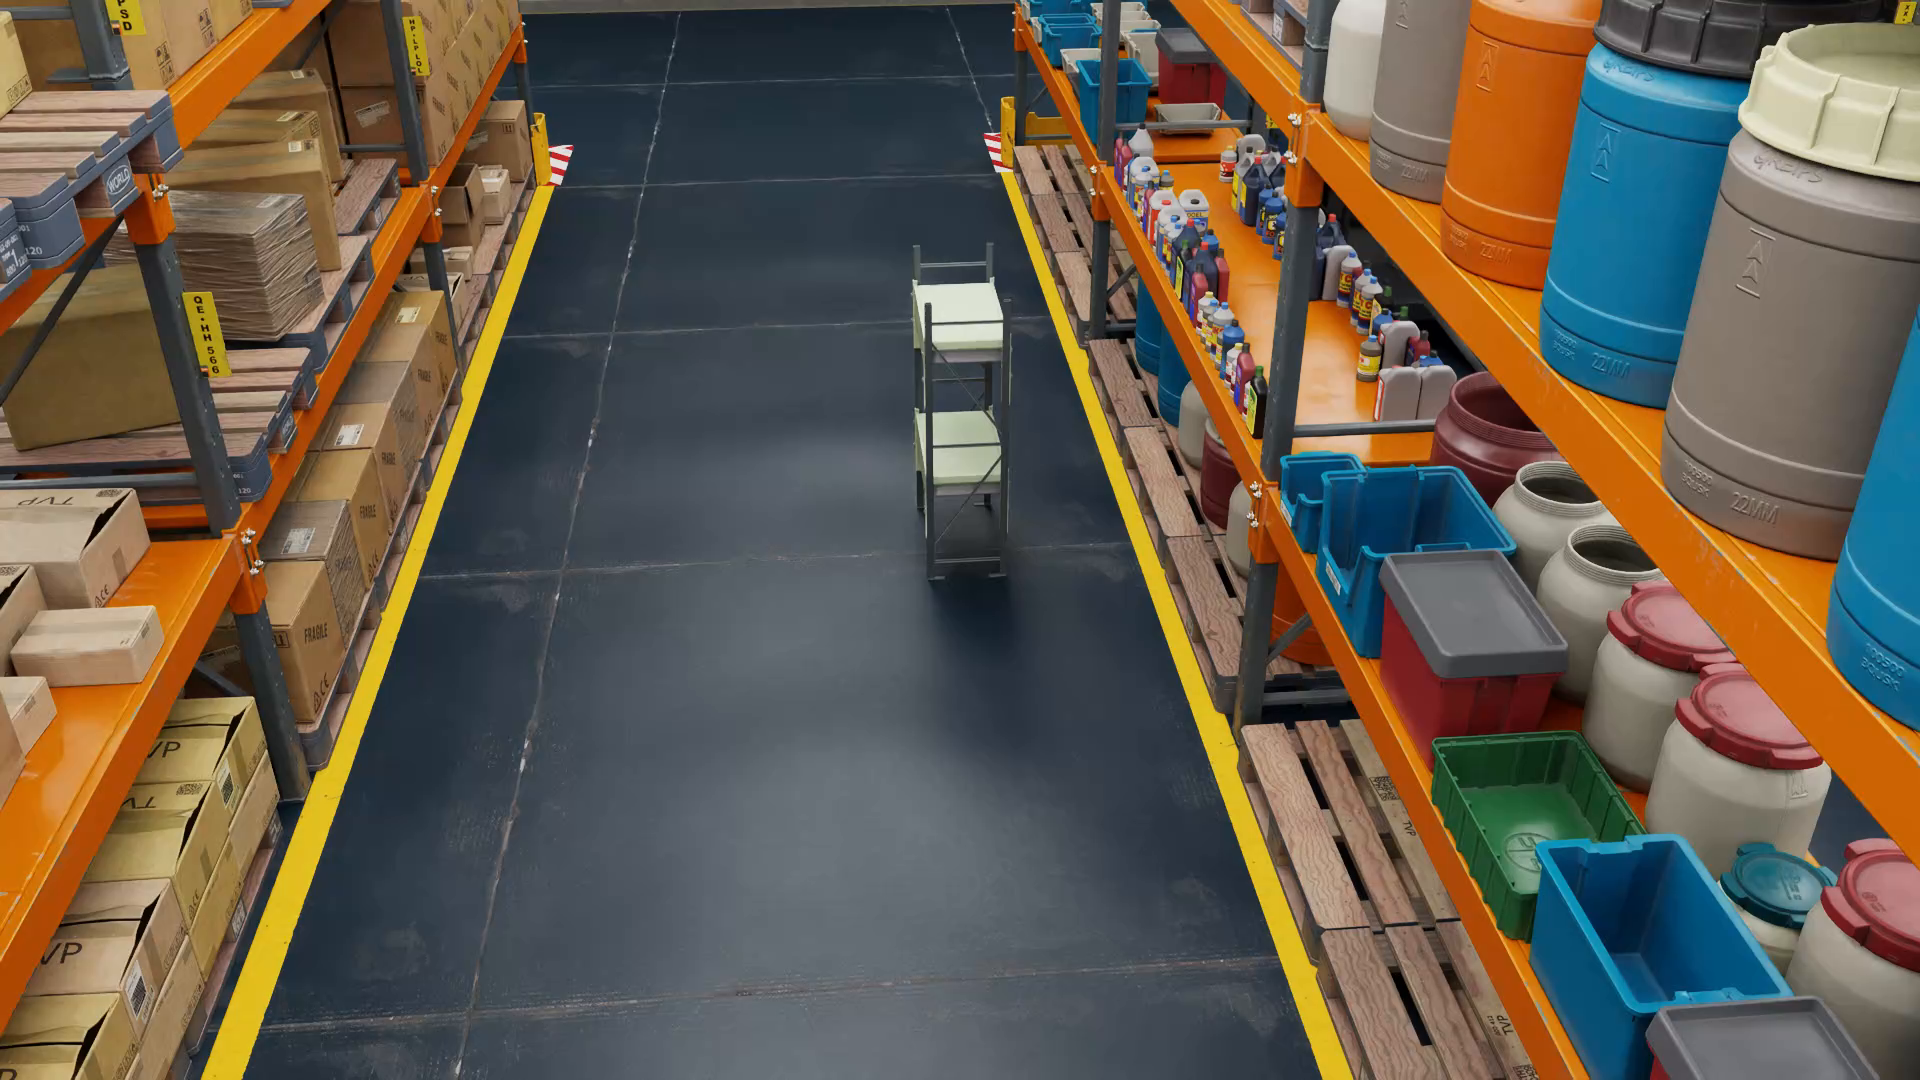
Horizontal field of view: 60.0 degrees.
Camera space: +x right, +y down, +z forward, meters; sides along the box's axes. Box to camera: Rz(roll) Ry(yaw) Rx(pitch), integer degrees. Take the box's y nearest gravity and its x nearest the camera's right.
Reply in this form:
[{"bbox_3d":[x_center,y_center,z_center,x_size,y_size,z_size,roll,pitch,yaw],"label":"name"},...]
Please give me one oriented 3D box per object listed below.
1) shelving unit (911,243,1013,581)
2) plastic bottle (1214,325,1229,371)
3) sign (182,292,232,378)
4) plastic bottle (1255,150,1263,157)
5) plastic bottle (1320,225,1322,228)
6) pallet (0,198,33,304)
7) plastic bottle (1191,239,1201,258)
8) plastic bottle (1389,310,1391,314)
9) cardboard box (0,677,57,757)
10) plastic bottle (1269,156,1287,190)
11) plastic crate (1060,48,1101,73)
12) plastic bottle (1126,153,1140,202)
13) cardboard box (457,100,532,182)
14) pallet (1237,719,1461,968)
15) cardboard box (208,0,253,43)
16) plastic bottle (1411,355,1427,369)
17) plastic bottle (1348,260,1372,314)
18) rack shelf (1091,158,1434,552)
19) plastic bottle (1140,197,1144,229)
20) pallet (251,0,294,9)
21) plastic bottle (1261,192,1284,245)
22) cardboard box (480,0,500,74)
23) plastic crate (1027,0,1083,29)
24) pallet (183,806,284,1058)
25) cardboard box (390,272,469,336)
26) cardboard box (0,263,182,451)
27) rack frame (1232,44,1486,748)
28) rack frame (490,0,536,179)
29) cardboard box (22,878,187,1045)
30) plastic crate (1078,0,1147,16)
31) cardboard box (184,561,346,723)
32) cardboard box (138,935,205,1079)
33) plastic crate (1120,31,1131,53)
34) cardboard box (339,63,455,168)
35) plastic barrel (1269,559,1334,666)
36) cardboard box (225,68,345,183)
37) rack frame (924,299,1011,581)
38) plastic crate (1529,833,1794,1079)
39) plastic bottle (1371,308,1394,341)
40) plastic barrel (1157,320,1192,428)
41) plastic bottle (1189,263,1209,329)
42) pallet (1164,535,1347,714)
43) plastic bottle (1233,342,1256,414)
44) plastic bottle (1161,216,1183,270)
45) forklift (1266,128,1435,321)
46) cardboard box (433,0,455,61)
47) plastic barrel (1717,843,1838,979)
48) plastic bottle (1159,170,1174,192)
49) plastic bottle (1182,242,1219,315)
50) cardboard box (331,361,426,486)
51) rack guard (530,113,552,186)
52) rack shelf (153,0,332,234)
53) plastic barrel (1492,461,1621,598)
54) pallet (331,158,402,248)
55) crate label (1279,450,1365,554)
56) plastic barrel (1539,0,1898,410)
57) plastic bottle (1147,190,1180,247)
[{"bbox_3d":[0.001,-0.640,8.360,0.431,1.500,0.755,-3,31,-5],"label":"shelving unit"},{"bbox_3d":[1.199,-0.865,7.467,0.097,0.201,0.097,0,31,0],"label":"plastic bottle"},{"bbox_3d":[-2.677,-0.728,5.914,0.100,0.325,0.005,-3,31,-5],"label":"sign"},{"bbox_3d":[1.726,-2.151,9.620,0.097,0.201,0.097,0,31,0],"label":"plastic bottle"},{"bbox_3d":[1.841,-1.520,8.563,0.097,0.201,0.097,0,31,0],"label":"plastic bottle"},{"bbox_3d":[-2.970,-0.496,3.914,1.003,0.211,1.213,-1,31,-2],"label":"pallet"},{"bbox_3d":[1.164,-1.323,8.153,0.061,0.283,0.133,-3,31,-5],"label":"plastic bottle"},{"bbox_3d":[1.945,-0.954,7.615,0.097,0.201,0.097,0,31,0],"label":"plastic bottle"},{"bbox_3d":[-3.054,0.554,5.143,0.380,0.149,0.250,-1,31,-1],"label":"cardboard box"},{"bbox_3d":[1.758,-1.911,9.072,0.144,0.351,0.185,-3,31,-5],"label":"plastic bottle"},{"bbox_3d":[0.867,-3.267,11.493,0.293,0.136,0.466,-3,31,-5],"label":"plastic crate"},{"bbox_3d":[0.989,-2.041,9.368,0.097,0.271,0.097,0,31,0],"label":"plastic bottle"},{"bbox_3d":[-3.681,-3.137,13.085,0.500,0.500,0.500,-3,31,-5],"label":"cardboard box"},{"bbox_3d":[1.736,1.157,6.608,1.003,0.211,1.213,-3,31,-5],"label":"pallet"},{"bbox_3d":[-3.400,-2.280,6.619,0.910,0.500,0.500,-3,31,-5],"label":"cardboard box"},{"bbox_3d":[1.991,-0.699,7.189,0.097,0.201,0.097,0,31,0],"label":"plastic bottle"},{"bbox_3d":[1.921,-1.216,7.975,0.061,0.283,0.133,-3,31,-5],"label":"plastic bottle"},{"bbox_3d":[1.516,-1.150,8.452,1.077,0.370,4.000,-3,31,-5],"label":"rack shelf"},{"bbox_3d":[1.029,-1.793,9.021,0.097,0.201,0.097,0,31,0],"label":"plastic bottle"},{"bbox_3d":[-3.512,-2.586,7.412,1.213,0.211,1.003,-3,31,-5],"label":"pallet"},{"bbox_3d":[1.659,-1.711,8.815,0.097,0.271,0.097,0,31,0],"label":"plastic bottle"},{"bbox_3d":[-3.571,-3.594,11.745,0.500,0.500,0.500,-3,31,-4],"label":"cardboard box"},{"bbox_3d":[0.712,-3.998,12.623,0.416,0.233,0.300,-3,31,-5],"label":"plastic crate"},{"bbox_3d":[-3.191,1.417,6.172,1.003,0.211,1.213,-3,31,-5],"label":"pallet"},{"bbox_3d":[-3.427,-1.504,10.536,0.500,0.311,0.500,-3,31,-5],"label":"cardboard box"},{"bbox_3d":[-3.401,-0.742,6.560,0.700,0.500,0.500,-13,33,-21],"label":"cardboard box"},{"bbox_3d":[1.703,-0.438,6.558,1.000,3.000,0.127,-3,31,-5],"label":"rack frame"},{"bbox_3d":[-3.977,-4.287,13.002,1.000,3.000,0.127,-3,31,-5],"label":"rack frame"},{"bbox_3d":[-2.836,1.336,5.314,0.500,0.311,0.500,-3,31,-5],"label":"cardboard box"},{"bbox_3d":[1.172,-4.401,13.100,0.616,0.435,0.499,-3,31,-5],"label":"plastic crate"},{"bbox_3d":[-2.987,0.436,7.104,0.500,0.500,0.500,-1,31,-2],"label":"cardboard box"},{"bbox_3d":[-2.842,1.575,5.461,0.500,0.250,0.500,-2,31,-3],"label":"cardboard box"},{"bbox_3d":[1.321,-3.587,12.029,0.298,0.136,0.250,-3,31,-5],"label":"plastic crate"},{"bbox_3d":[-3.380,-2.561,10.015,0.500,0.500,0.500,-2,31,-3],"label":"cardboard box"},{"bbox_3d":[1.640,0.065,7.423,0.600,0.830,0.708,-3,31,-5],"label":"plastic barrel"},{"bbox_3d":[-3.782,-2.215,9.027,0.700,0.500,0.500,-13,33,-21],"label":"cardboard box"},{"bbox_3d":[0.035,-0.454,8.047,0.400,1.500,0.023,-3,31,-5],"label":"rack frame"},{"bbox_3d":[1.663,1.063,4.061,0.392,0.384,0.575,-3,31,-5],"label":"plastic crate"},{"bbox_3d":[1.897,-0.913,7.479,0.097,0.271,0.097,0,31,0],"label":"plastic bottle"},{"bbox_3d":[1.429,-1.119,9.336,0.600,0.901,0.708,-3,31,-5],"label":"plastic barrel"},{"bbox_3d":[1.133,-1.157,7.876,0.061,0.283,0.133,-3,31,-5],"label":"plastic bottle"},{"bbox_3d":[1.587,0.359,7.943,1.003,0.211,1.213,-3,31,-5],"label":"pallet"},{"bbox_3d":[1.218,-0.692,7.097,0.061,0.283,0.133,-3,31,-5],"label":"plastic bottle"},{"bbox_3d":[1.085,-1.519,8.493,0.097,0.271,0.097,0,31,0],"label":"plastic bottle"},{"bbox_3d":[2.883,-2.709,10.427,1.130,2.935,3.031,-4,31,-6],"label":"forklift"},{"bbox_3d":[-3.416,-3.234,10.167,0.500,0.500,0.500,-4,31,-6],"label":"cardboard box"},{"bbox_3d":[2.105,0.981,4.318,0.301,0.262,0.301,0,31,0],"label":"plastic barrel"},{"bbox_3d":[1.149,-1.969,9.315,0.097,0.201,0.097,0,31,0],"label":"plastic bottle"},{"bbox_3d":[1.160,-1.270,7.998,0.144,0.351,0.185,-3,31,-5],"label":"plastic bottle"},{"bbox_3d":[-3.188,-0.613,8.860,0.500,0.500,0.500,-2,31,-4],"label":"cardboard box"},{"bbox_3d":[-3.970,-3.175,13.578,1.175,0.500,0.348,-3,31,-5],"label":"rack guard"},{"bbox_3d":[-3.416,-2.202,7.288,1.077,0.370,4.000,-3,31,-5],"label":"rack shelf"},{"bbox_3d":[2.011,0.029,5.667,0.421,0.512,0.421,0,31,0],"label":"plastic barrel"},{"bbox_3d":[-3.637,-1.749,8.940,1.003,0.211,1.213,-3,31,-5],"label":"pallet"},{"bbox_3d":[1.369,-0.133,6.211,0.303,0.233,0.416,-3,31,-5],"label":"crate label"},{"bbox_3d":[1.690,-0.816,3.776,0.600,0.901,0.708,-3,31,-5],"label":"plastic barrel"},{"bbox_3d":[1.079,-1.699,8.791,0.152,0.276,0.135,-3,31,-5],"label":"plastic bottle"}]
